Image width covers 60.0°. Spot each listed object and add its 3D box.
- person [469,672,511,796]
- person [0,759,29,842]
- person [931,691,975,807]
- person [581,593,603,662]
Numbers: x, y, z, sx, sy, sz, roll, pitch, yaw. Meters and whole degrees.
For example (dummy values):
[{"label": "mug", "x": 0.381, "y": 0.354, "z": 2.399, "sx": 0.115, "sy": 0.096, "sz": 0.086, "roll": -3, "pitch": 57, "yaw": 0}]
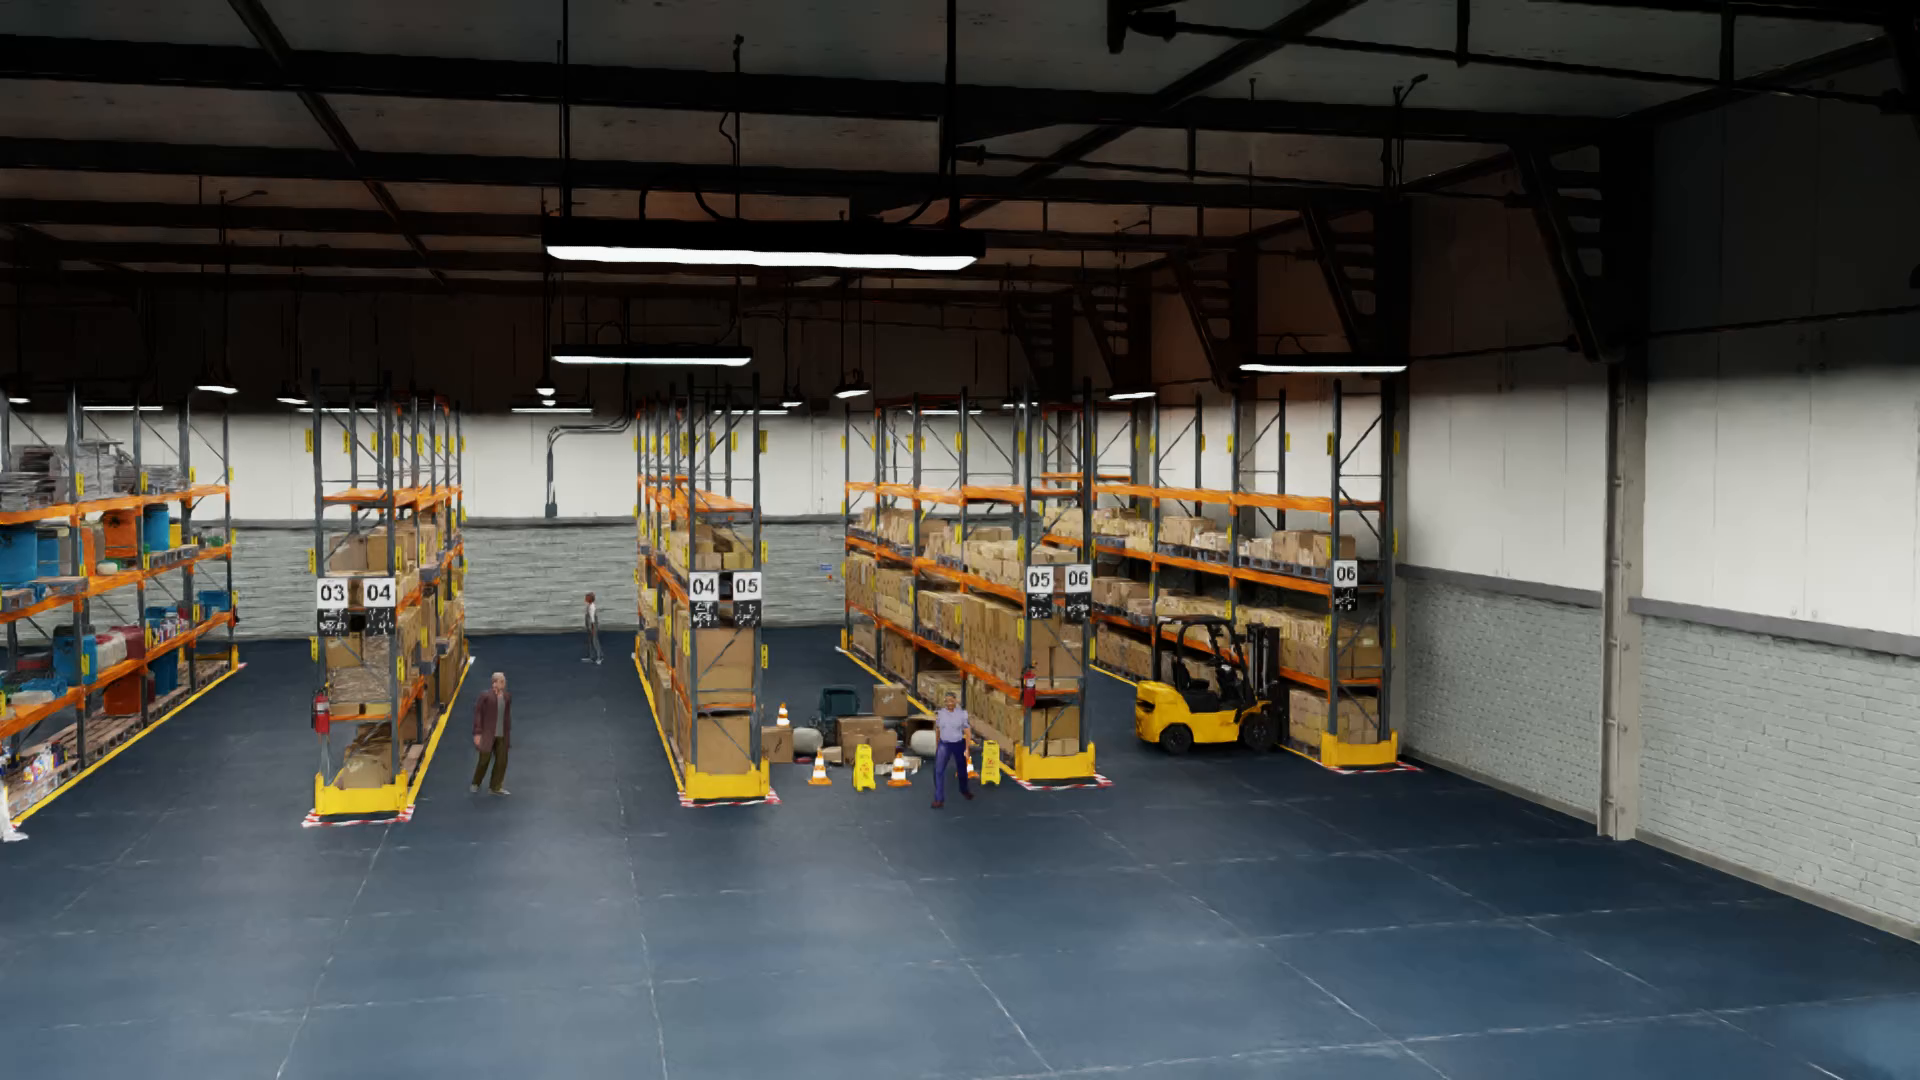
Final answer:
[{"label": "person", "x": -6.701, "y": 2.753, "z": 23.696, "sx": 0.588, "sy": 1.766, "sz": 0.622, "roll": 3, "pitch": 4, "yaw": 42}, {"label": "person", "x": -12.115, "y": 2.914, "z": 20.670, "sx": 0.562, "sy": 1.761, "sz": 0.737, "roll": 1, "pitch": 4, "yaw": 23}, {"label": "person", "x": -0.095, "y": 2.874, "z": 23.108, "sx": 0.527, "sy": 1.588, "sz": 0.943, "roll": 1, "pitch": 3, "yaw": 9}, {"label": "person", "x": -8.423, "y": 2.008, "z": 38.079, "sx": 0.462, "sy": 1.584, "sz": 0.520, "roll": -1, "pitch": 4, "yaw": -21}]
